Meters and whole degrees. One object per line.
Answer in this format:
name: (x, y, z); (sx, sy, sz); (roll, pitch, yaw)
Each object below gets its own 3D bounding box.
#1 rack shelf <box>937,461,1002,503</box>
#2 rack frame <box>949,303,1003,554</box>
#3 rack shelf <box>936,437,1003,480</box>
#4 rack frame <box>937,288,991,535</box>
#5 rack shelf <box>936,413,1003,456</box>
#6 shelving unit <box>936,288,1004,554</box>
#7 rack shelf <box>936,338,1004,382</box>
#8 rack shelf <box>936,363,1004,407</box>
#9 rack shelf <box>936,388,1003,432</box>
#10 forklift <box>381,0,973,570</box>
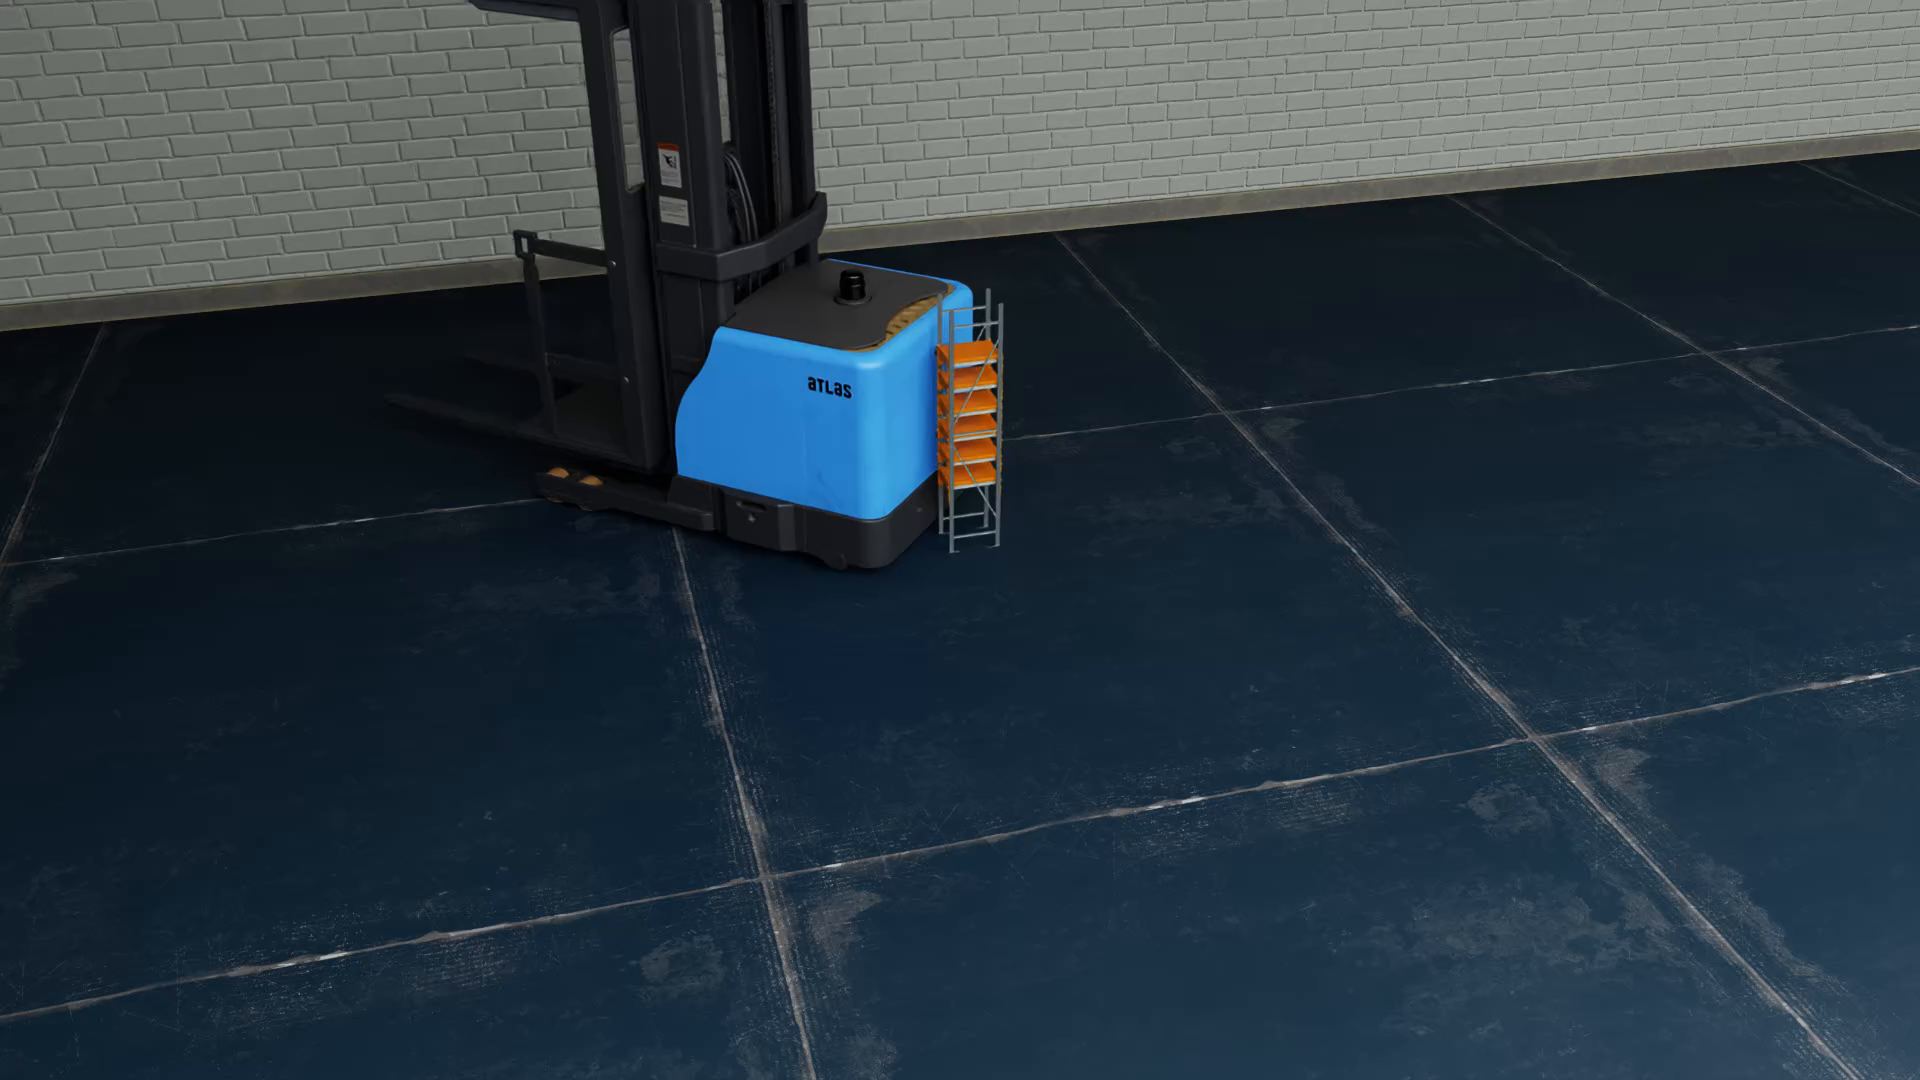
rack shelf: (0.042, -0.271, 7.588); (0.258, 0.103, 0.180); (-8, 31, -14)
rack frame: (0.068, -0.473, 7.369); (0.240, 1.200, 0.006); (-8, 31, -14)
rack shelf: (0.042, -0.375, 7.528); (0.258, 0.103, 0.180); (-8, 31, -14)
rack frame: (0.016, -0.561, 7.521); (0.240, 1.200, 0.006); (-8, 31, -14)
rack shelf: (0.042, -0.479, 7.468); (0.258, 0.103, 0.180); (-8, 31, -14)
shelving unit: (0.042, -0.517, 7.445); (0.258, 1.200, 0.189); (-8, 31, -14)
rack shelf: (0.043, -0.790, 7.287); (0.258, 0.103, 0.180); (-8, 31, -14)
rack shelf: (0.042, -0.686, 7.347); (0.258, 0.103, 0.180); (-8, 31, -14)
rack shelf: (0.042, -0.582, 7.407); (0.258, 0.103, 0.180); (-8, 31, -14)
forklift: (-1.482, -1.629, 7.638); (3.031, 2.935, 1.130); (14, 33, 22)
